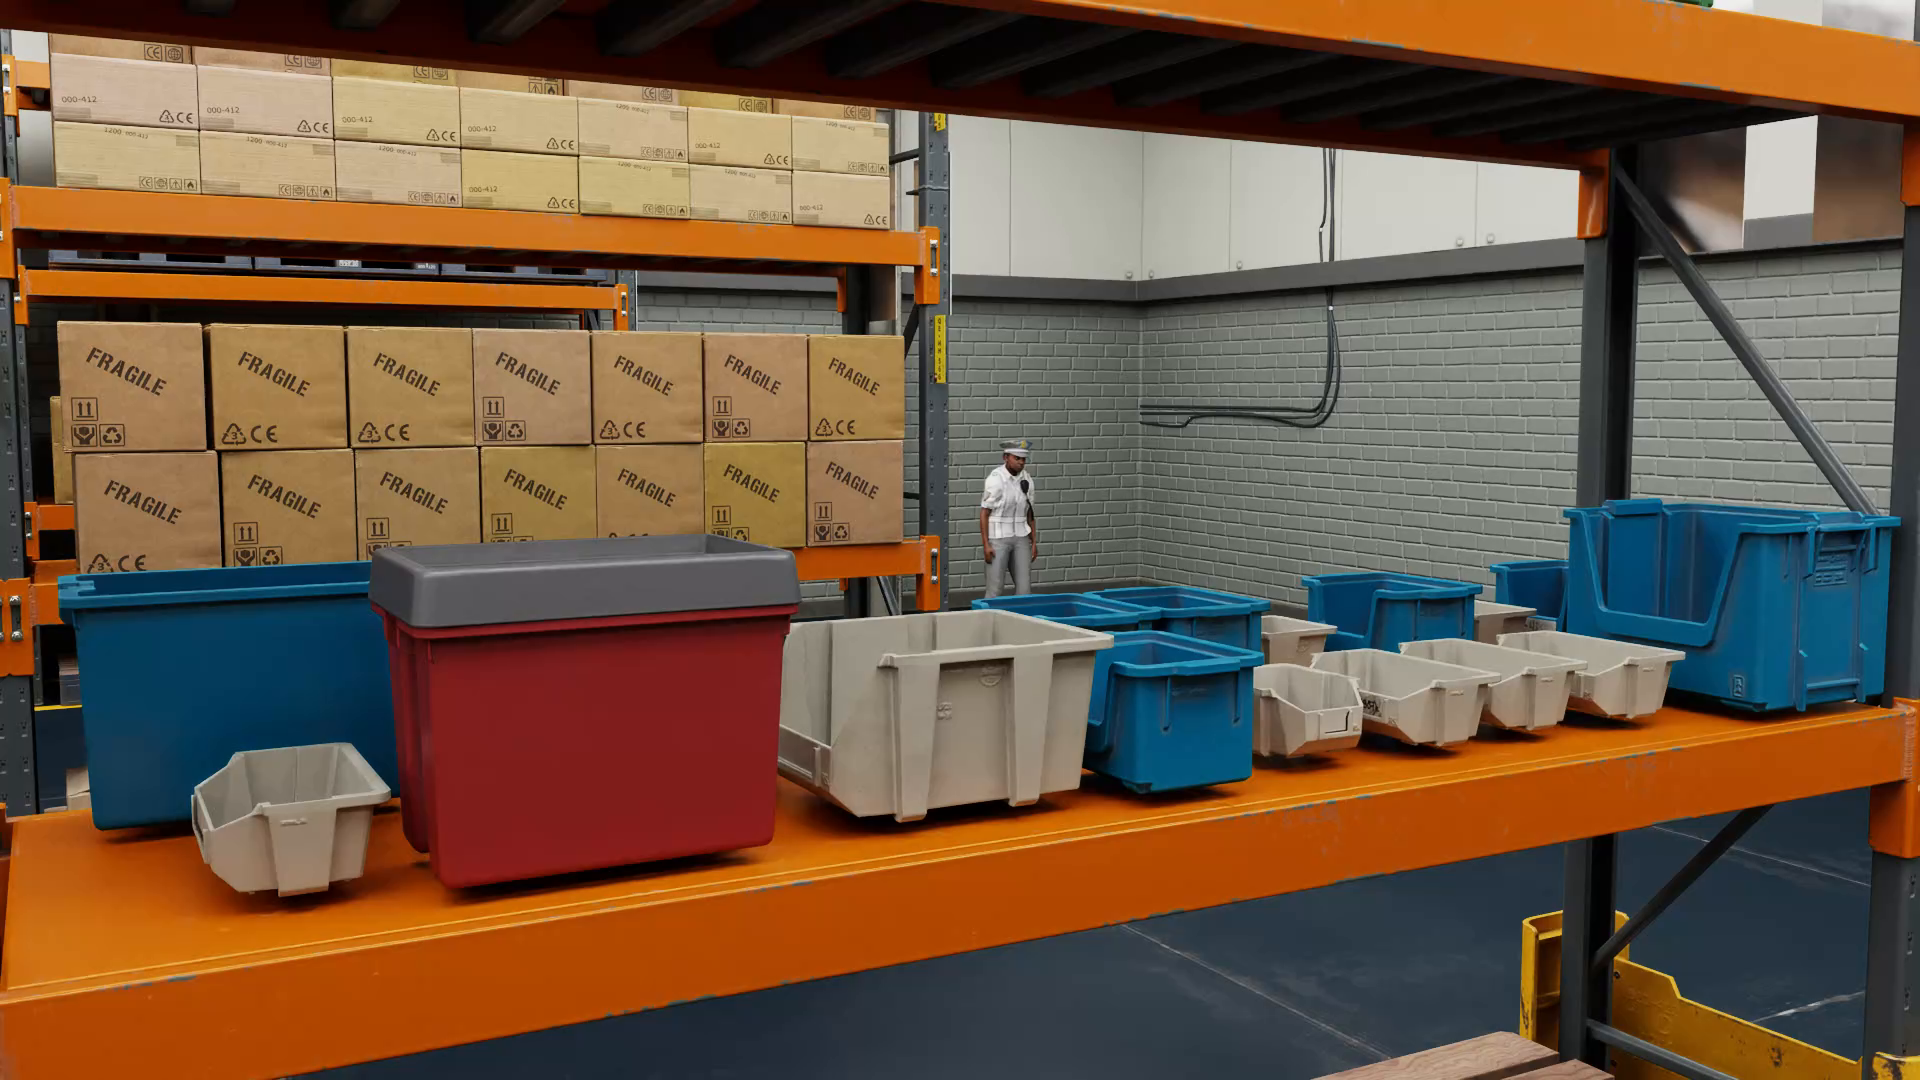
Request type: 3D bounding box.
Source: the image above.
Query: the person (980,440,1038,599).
[{"bbox_3d":[0.385,0.040,13.061,0.508,1.659,0.415,-3,6,-29],"label":"person"}]
